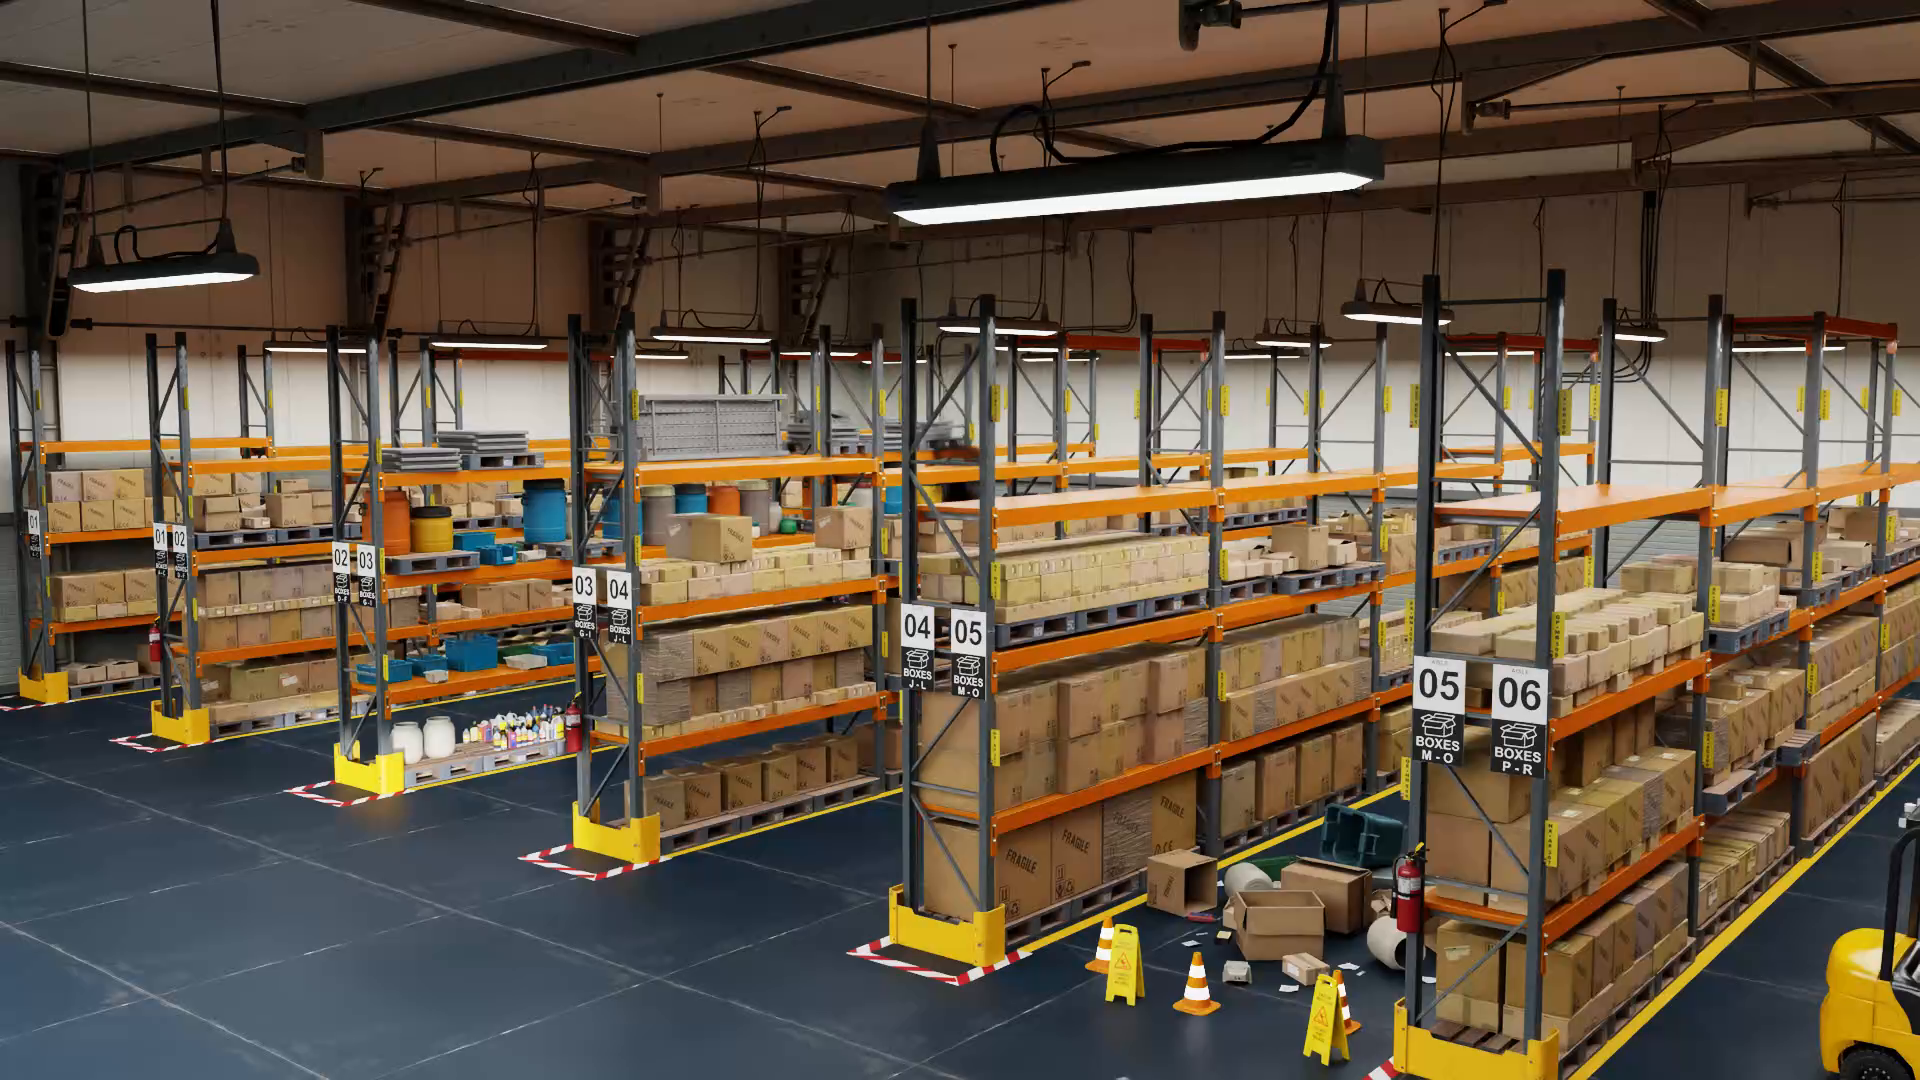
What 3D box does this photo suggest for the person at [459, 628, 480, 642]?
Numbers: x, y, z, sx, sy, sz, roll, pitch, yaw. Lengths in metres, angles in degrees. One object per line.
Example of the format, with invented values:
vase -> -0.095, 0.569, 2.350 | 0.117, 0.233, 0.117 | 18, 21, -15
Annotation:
person -> -8.946, 1.664, 30.382 | 0.535, 1.537, 0.556 | 4, 7, 40

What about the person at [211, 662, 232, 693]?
person -> -12.099, 1.840, 27.158 | 0.720, 1.831, 0.787 | 2, 6, 22
